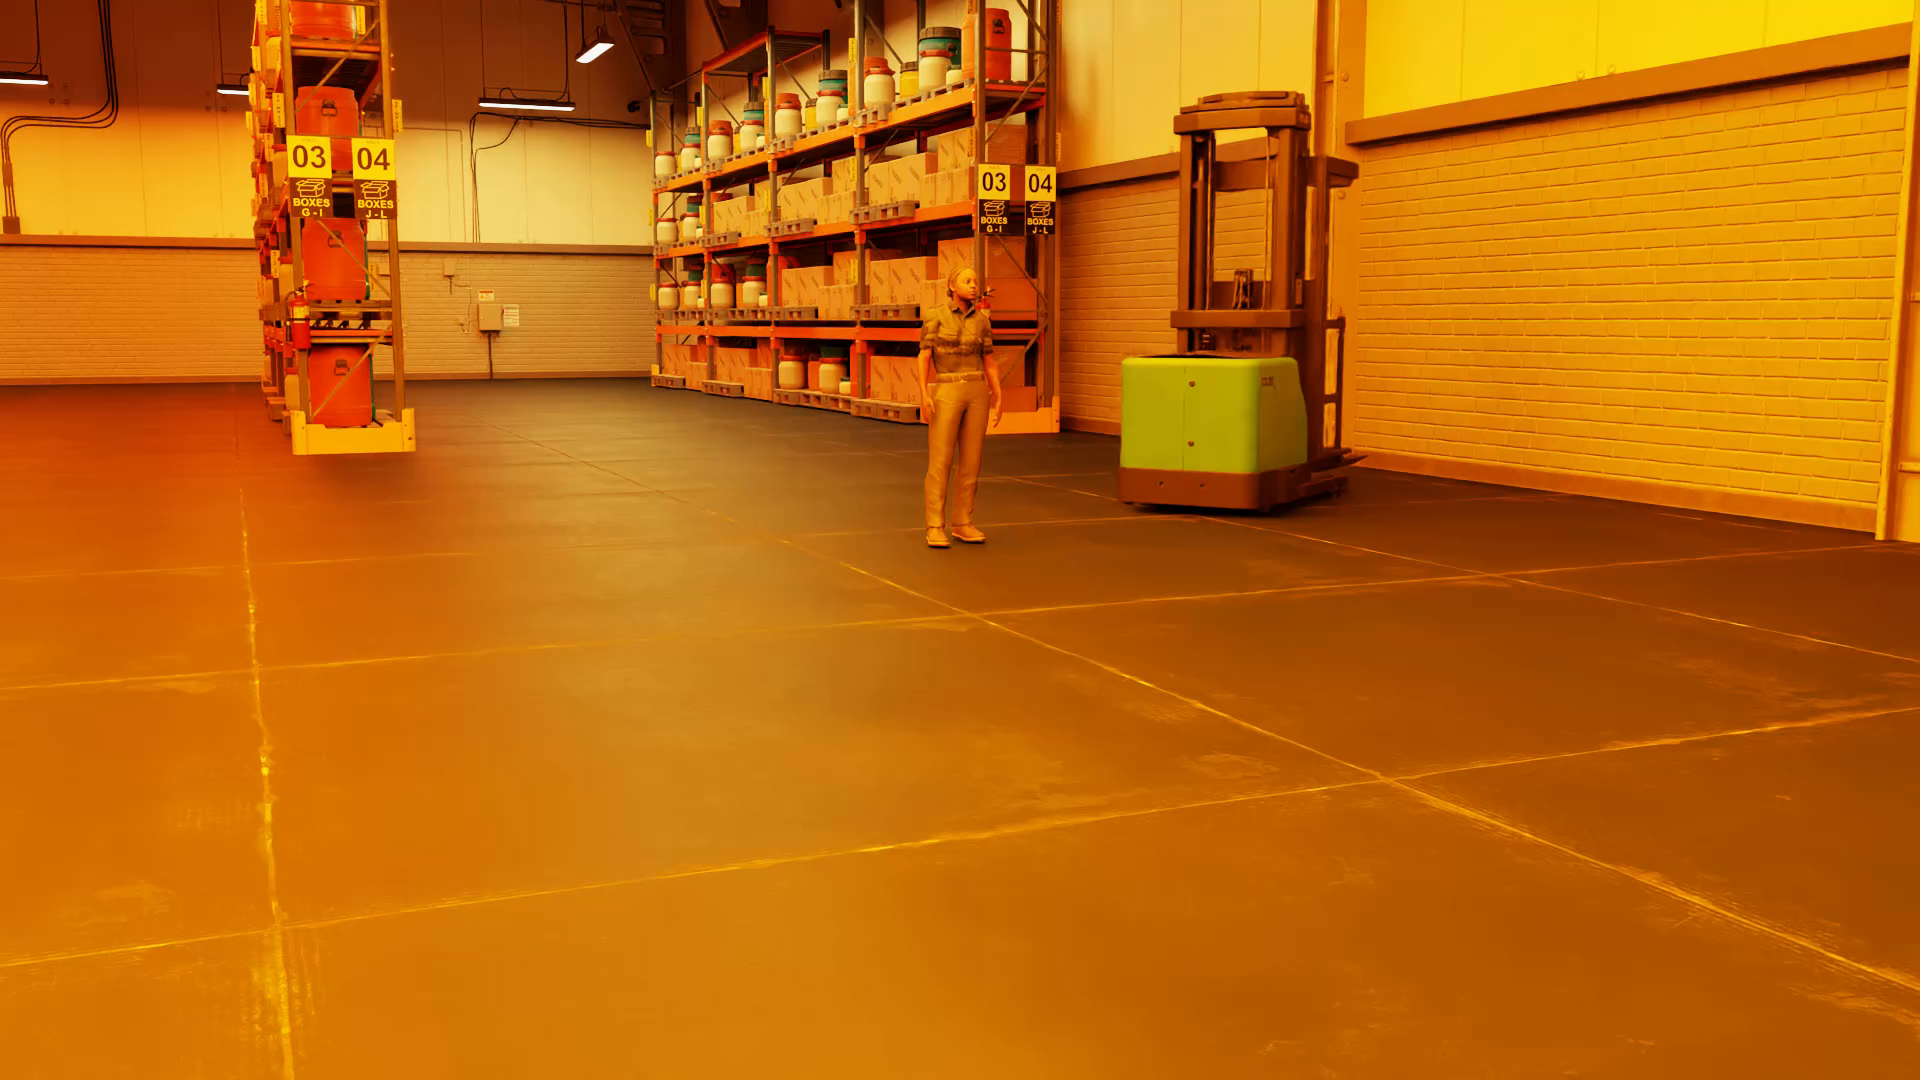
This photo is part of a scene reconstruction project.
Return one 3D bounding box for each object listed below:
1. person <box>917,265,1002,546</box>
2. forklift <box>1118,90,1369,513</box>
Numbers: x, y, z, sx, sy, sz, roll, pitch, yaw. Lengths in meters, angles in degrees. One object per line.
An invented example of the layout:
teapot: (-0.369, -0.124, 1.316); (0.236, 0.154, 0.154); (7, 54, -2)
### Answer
person: (0.017, -0.816, 9.957); (0.569, 1.654, 0.504); (-3, 8, -23)
forklift: (2.310, -1.789, 12.514); (1.130, 2.935, 3.031); (5, 9, 31)
